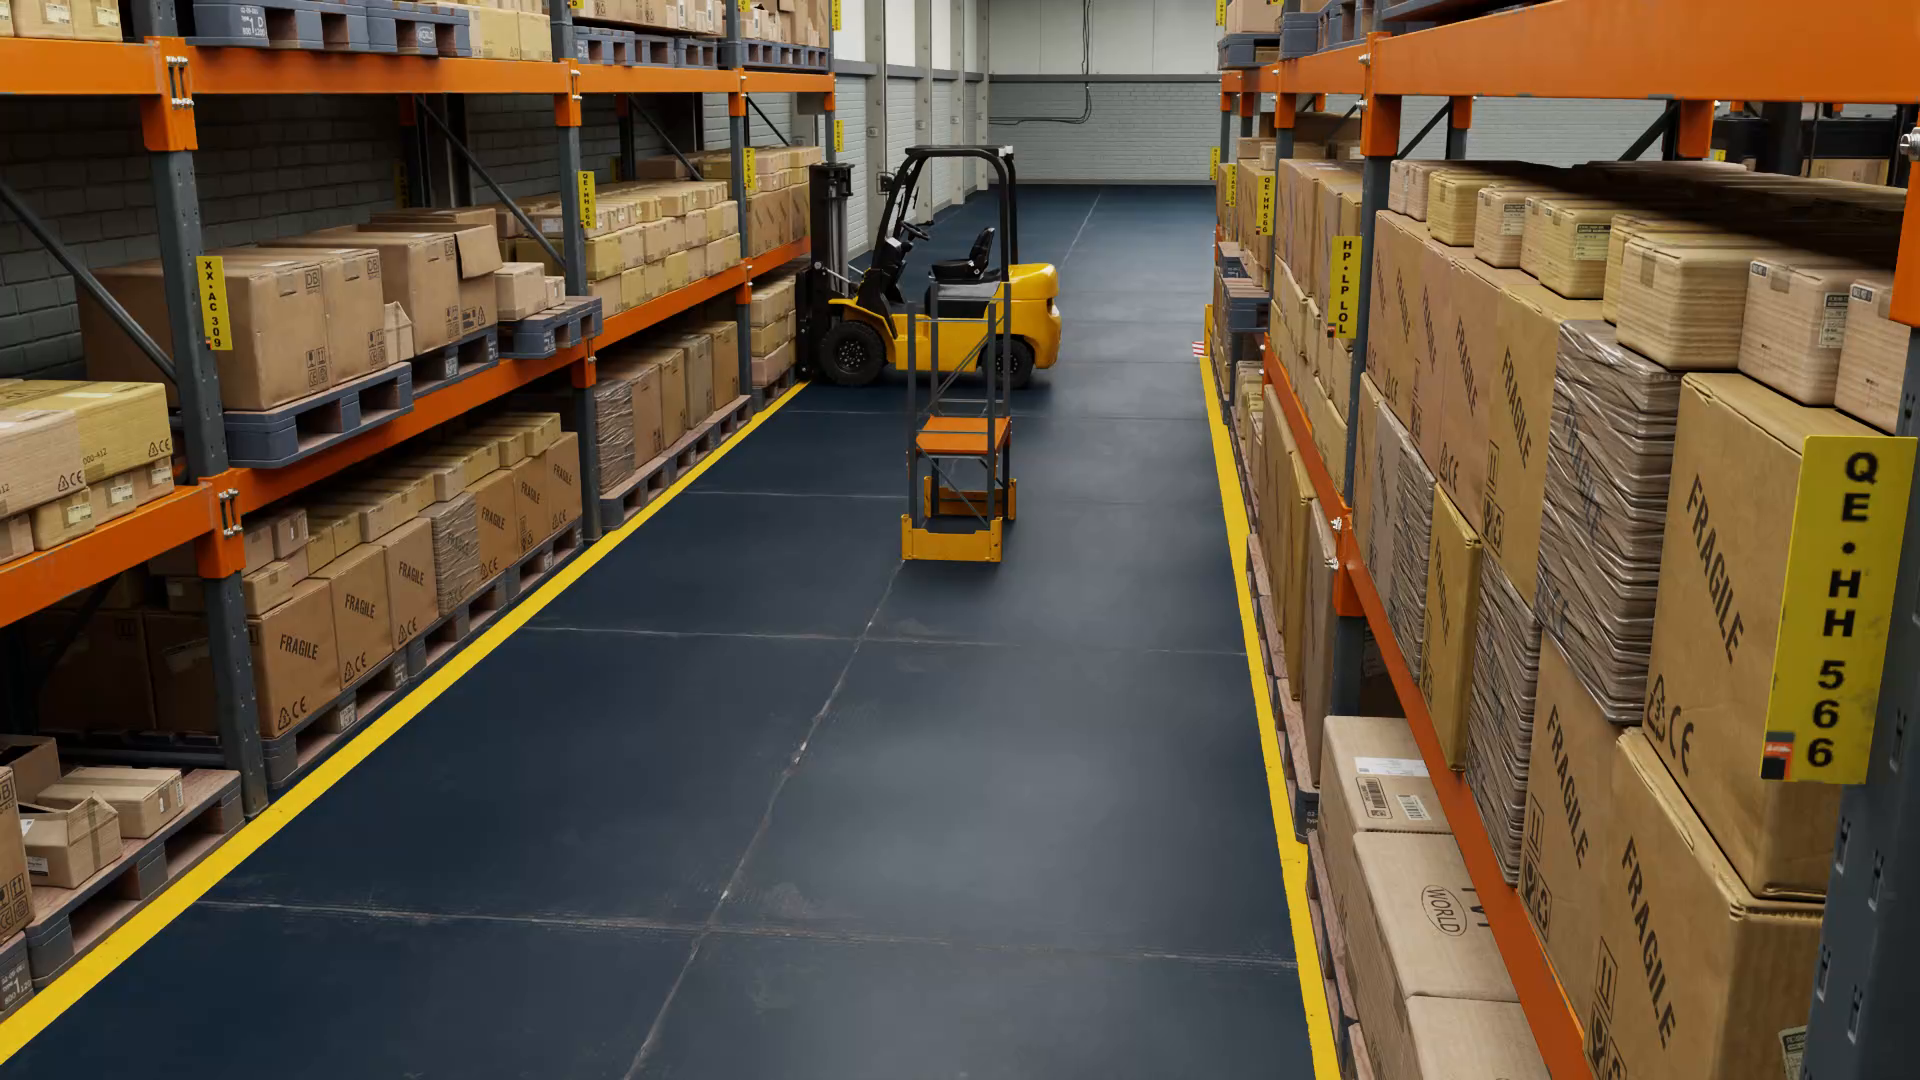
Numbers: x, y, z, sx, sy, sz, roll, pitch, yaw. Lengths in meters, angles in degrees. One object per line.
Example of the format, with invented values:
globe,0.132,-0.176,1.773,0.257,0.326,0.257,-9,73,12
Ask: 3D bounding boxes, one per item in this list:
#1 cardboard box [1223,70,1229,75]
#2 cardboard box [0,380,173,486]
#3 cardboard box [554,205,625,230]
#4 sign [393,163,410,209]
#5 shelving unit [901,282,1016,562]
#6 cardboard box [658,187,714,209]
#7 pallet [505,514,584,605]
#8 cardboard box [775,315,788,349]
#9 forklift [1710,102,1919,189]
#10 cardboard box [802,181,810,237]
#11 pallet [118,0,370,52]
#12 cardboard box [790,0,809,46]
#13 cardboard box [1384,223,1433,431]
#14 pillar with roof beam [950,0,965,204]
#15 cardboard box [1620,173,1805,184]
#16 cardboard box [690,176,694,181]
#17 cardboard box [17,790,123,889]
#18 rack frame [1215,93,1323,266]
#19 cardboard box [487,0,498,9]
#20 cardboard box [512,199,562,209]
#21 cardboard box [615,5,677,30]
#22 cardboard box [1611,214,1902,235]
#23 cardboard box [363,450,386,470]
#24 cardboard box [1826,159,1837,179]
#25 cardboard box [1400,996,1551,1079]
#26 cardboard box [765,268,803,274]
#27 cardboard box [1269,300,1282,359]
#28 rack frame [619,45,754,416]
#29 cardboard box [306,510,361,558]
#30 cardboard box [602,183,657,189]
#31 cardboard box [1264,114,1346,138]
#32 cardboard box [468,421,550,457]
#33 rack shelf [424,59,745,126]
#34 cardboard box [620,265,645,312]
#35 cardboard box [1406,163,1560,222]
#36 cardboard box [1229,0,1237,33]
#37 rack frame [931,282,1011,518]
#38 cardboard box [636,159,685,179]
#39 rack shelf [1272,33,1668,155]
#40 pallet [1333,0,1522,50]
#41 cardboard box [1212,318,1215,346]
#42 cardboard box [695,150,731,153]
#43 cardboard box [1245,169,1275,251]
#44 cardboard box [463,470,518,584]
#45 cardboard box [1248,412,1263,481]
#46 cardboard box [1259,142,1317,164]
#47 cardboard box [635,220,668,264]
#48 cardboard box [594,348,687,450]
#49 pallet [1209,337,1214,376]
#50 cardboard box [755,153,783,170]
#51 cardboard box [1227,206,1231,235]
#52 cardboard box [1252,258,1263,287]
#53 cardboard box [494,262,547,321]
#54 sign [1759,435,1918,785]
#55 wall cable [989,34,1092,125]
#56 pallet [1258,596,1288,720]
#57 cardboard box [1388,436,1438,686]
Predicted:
cardboard box,2.775,-4.640,16.311,0.380,0.149,0.250,2,15,6
cardboard box,-2.967,-0.355,5.446,0.500,0.250,0.500,2,15,8
cardboard box,-2.339,-2.033,10.498,0.380,0.149,0.250,2,15,8
sign,-3.252,-2.035,9.723,0.100,0.325,0.005,2,15,6
shelving unit,0.009,-0.744,10.039,0.587,1.500,1.083,2,15,6
cardboard box,-2.056,-2.563,12.459,0.380,0.149,0.250,1,15,5
pallet,-2.822,0.078,9.469,1.003,0.211,1.213,2,15,6
cardboard box,-1.833,-1.862,14.806,0.500,0.250,0.500,2,15,6
forklift,4.927,-1.429,9.832,1.130,2.935,3.031,2,15,7
cardboard box,-1.717,-3.181,15.988,0.500,0.500,0.500,1,15,5
pallet,-3.008,-1.947,6.231,1.213,0.211,1.003,2,15,6
cardboard box,-1.820,-4.898,15.595,0.700,0.500,0.500,2,15,7
cardboard box,1.423,-0.562,4.385,0.500,0.500,0.500,1,15,6
pillar with roof beam,4.214,-12.375,38.688,9.100,9.000,0.400,2,15,6
cardboard box,1.876,-0.837,4.161,0.380,0.149,0.250,2,15,6
cardboard box,-2.474,-3.016,14.136,0.380,0.149,0.250,1,15,5
cardboard box,-2.963,0.940,5.373,0.396,0.266,0.258,2,15,8
rack frame,3.135,-3.390,16.953,1.000,3.000,0.127,2,15,6
cardboard box,-2.605,-2.795,8.531,0.380,0.149,0.250,2,15,8
cardboard box,-2.791,-2.180,11.043,0.380,0.149,0.250,2,15,6
cardboard box,-2.158,-3.581,11.399,0.380,0.149,0.250,2,15,6
cardboard box,1.291,-0.449,2.727,0.380,0.149,0.250,2,15,6
cardboard box,-3.178,-0.372,8.532,0.380,0.149,0.250,1,15,5
cardboard box,7.833,-3.204,13.907,0.875,0.550,0.550,2,15,6
cardboard box,1.400,1.382,3.409,0.875,0.438,0.875,2,15,8
cardboard box,-1.638,-2.501,16.213,0.500,0.250,0.500,2,15,7
cardboard box,1.927,-1.123,8.857,0.500,0.250,0.500,1,15,5
rack frame,-2.249,-2.498,13.653,1.000,3.000,0.127,2,15,6
cardboard box,-2.857,-0.030,7.268,0.380,0.149,0.250,1,15,5
cardboard box,-2.584,-2.706,12.990,0.380,0.149,0.250,1,15,4
cardboard box,3.080,-3.534,14.808,0.700,0.500,0.500,2,15,6
cardboard box,-2.504,-0.562,9.237,0.380,0.149,0.250,1,15,3
rack shelf,-2.474,-3.080,11.437,1.077,0.370,4.000,2,15,6
cardboard box,-2.346,-1.626,10.717,0.500,0.250,0.500,1,15,5
cardboard box,1.474,-0.981,4.693,0.380,0.149,0.250,2,15,7
cardboard box,2.163,-3.660,11.686,0.500,0.250,0.500,1,15,6
rack frame,0.067,-0.878,10.536,0.500,1.500,0.032,2,15,6
cardboard box,-2.513,-3.095,13.856,0.380,0.149,0.250,2,15,6
rack shelf,2.007,-1.897,7.064,1.077,0.370,4.000,2,15,6
pallet,1.835,-1.873,5.961,0.805,0.209,1.217,1,15,4
cardboard box,2.769,-2.064,16.513,0.500,0.250,0.500,2,15,6
cardboard box,-2.302,-3.626,15.820,0.380,0.149,0.250,1,15,5
cardboard box,2.111,-2.101,10.621,0.500,0.500,0.500,1,15,2
cardboard box,-2.658,-0.075,8.678,0.500,0.500,0.500,2,15,9
cardboard box,2.381,-0.587,10.817,0.950,0.372,0.625,1,15,5
cardboard box,2.259,-2.664,11.459,0.380,0.149,0.250,3,15,9
cardboard box,-2.273,-2.002,11.150,0.500,0.250,0.500,1,15,5
cardboard box,-2.474,-1.023,11.942,0.875,0.625,0.625,1,15,4
pallet,3.000,-1.815,16.469,1.003,0.211,1.213,2,15,6
cardboard box,-1.841,-3.478,15.276,0.380,0.149,0.250,2,15,6
cardboard box,2.592,-2.936,14.510,0.500,0.500,0.500,2,15,8
cardboard box,1.978,-1.627,10.109,0.380,0.149,0.250,2,15,6
cardboard box,-2.498,-1.308,8.734,0.500,0.250,0.500,1,15,4
sign,0.792,0.067,1.497,0.100,0.325,0.005,2,15,6
wall cable,2.260,-13.284,47.999,3.097,2.526,0.112,2,15,6
pallet,1.928,0.549,7.729,1.003,0.211,1.213,2,15,6
cardboard box,1.344,0.047,4.050,0.500,0.500,0.500,2,15,7
